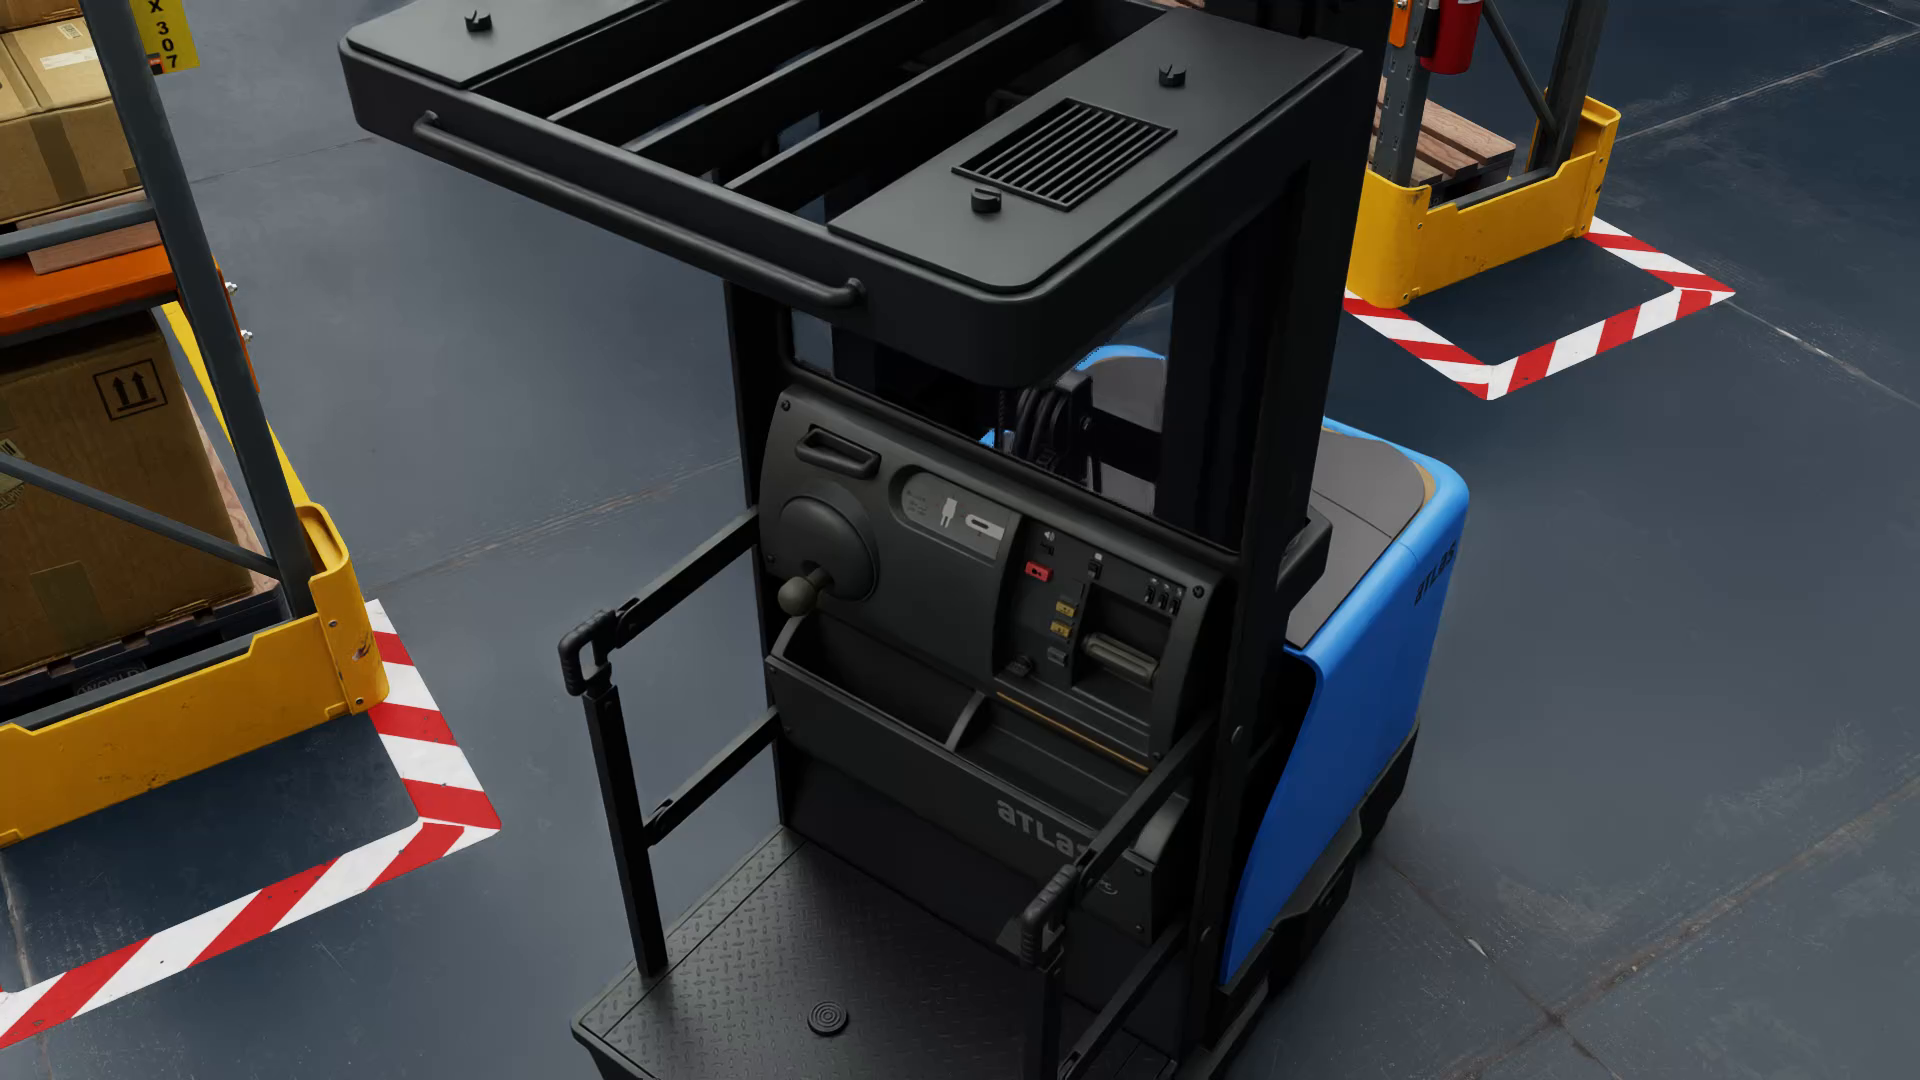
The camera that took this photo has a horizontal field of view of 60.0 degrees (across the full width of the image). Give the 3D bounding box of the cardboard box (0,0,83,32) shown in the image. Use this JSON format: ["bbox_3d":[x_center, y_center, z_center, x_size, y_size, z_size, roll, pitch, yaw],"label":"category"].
[{"bbox_3d":[-2.496,-1.575,4.096,0.500,0.500,0.500,-23,45,-25],"label":"cardboard box"}]

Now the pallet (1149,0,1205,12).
[{"bbox_3d":[0.917,-2.358,7.915,1.003,0.211,1.213,-22,45,-24],"label":"pallet"}]

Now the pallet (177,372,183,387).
[{"bbox_3d":[-3.344,-0.599,5.804,1.003,0.211,1.213,-22,45,-24],"label":"pallet"}]

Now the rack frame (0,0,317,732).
[{"bbox_3d":[-2.196,-0.608,3.637,1.000,3.000,0.127,-22,45,-24],"label":"rack frame"}]

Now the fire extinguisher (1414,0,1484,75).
[{"bbox_3d":[1.678,-1.902,5.541,0.296,0.674,0.183,-22,45,-24],"label":"fire extinguisher"}]

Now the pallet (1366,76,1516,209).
[{"bbox_3d":[1.569,-1.700,7.125,1.003,0.211,1.213,-22,45,-24],"label":"pallet"}]

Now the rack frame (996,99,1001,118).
[{"bbox_3d":[-0.042,-0.849,4.629,0.400,2.100,0.015,-22,45,-24],"label":"rack frame"}]

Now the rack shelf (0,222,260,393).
[{"bbox_3d":[-3.272,-1.411,5.162,1.077,0.370,4.000,-22,45,-24],"label":"rack shelf"}]

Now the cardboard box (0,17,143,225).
[{"bbox_3d":[-2.227,-1.017,4.012,0.500,0.250,0.500,-23,45,-25],"label":"cardboard box"}]

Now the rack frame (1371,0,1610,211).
[{"bbox_3d":[1.980,-2.313,5.683,1.000,3.000,0.127,-22,45,-24],"label":"rack frame"}]

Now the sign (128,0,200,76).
[{"bbox_3d":[-1.725,-1.159,3.559,0.100,0.325,0.005,-22,45,-24],"label":"sign"}]

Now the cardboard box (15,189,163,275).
[{"bbox_3d":[-2.109,-0.817,4.083,0.380,0.149,0.250,-22,44,-24],"label":"cardboard box"}]

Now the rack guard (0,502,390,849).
[{"bbox_3d":[-2.183,0.365,4.421,1.175,0.500,0.348,-22,45,-24],"label":"rack guard"}]

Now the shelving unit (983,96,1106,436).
[{"bbox_3d":[0.089,-0.717,4.471,0.431,2.100,0.503,-22,45,-24],"label":"shelving unit"}]

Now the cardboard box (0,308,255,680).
[{"bbox_3d":[-2.608,-0.271,4.564,0.875,0.875,0.875,-22,45,-24],"label":"cardboard box"}]

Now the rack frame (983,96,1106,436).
[{"bbox_3d":[0.220,-0.586,4.313,0.400,2.100,0.015,-22,45,-24],"label":"rack frame"}]

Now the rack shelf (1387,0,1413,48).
[{"bbox_3d":[0.904,-3.116,7.208,1.077,0.370,4.000,-22,45,-24],"label":"rack shelf"}]

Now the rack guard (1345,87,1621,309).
[{"bbox_3d":[2.004,-1.344,6.473,1.175,0.500,0.348,-22,45,-24],"label":"rack guard"}]

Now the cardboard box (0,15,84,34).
[{"bbox_3d":[-2.512,-1.295,4.346,0.500,0.250,0.500,-23,45,-25],"label":"cardboard box"}]

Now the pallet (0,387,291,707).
[{"bbox_3d":[-2.692,0.059,5.015,1.003,0.211,1.213,-22,45,-24],"label":"pallet"}]

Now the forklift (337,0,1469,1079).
[{"bbox_3d":[-0.107,0.121,2.816,1.130,2.935,3.031,25,46,27],"label":"forklift"}]
